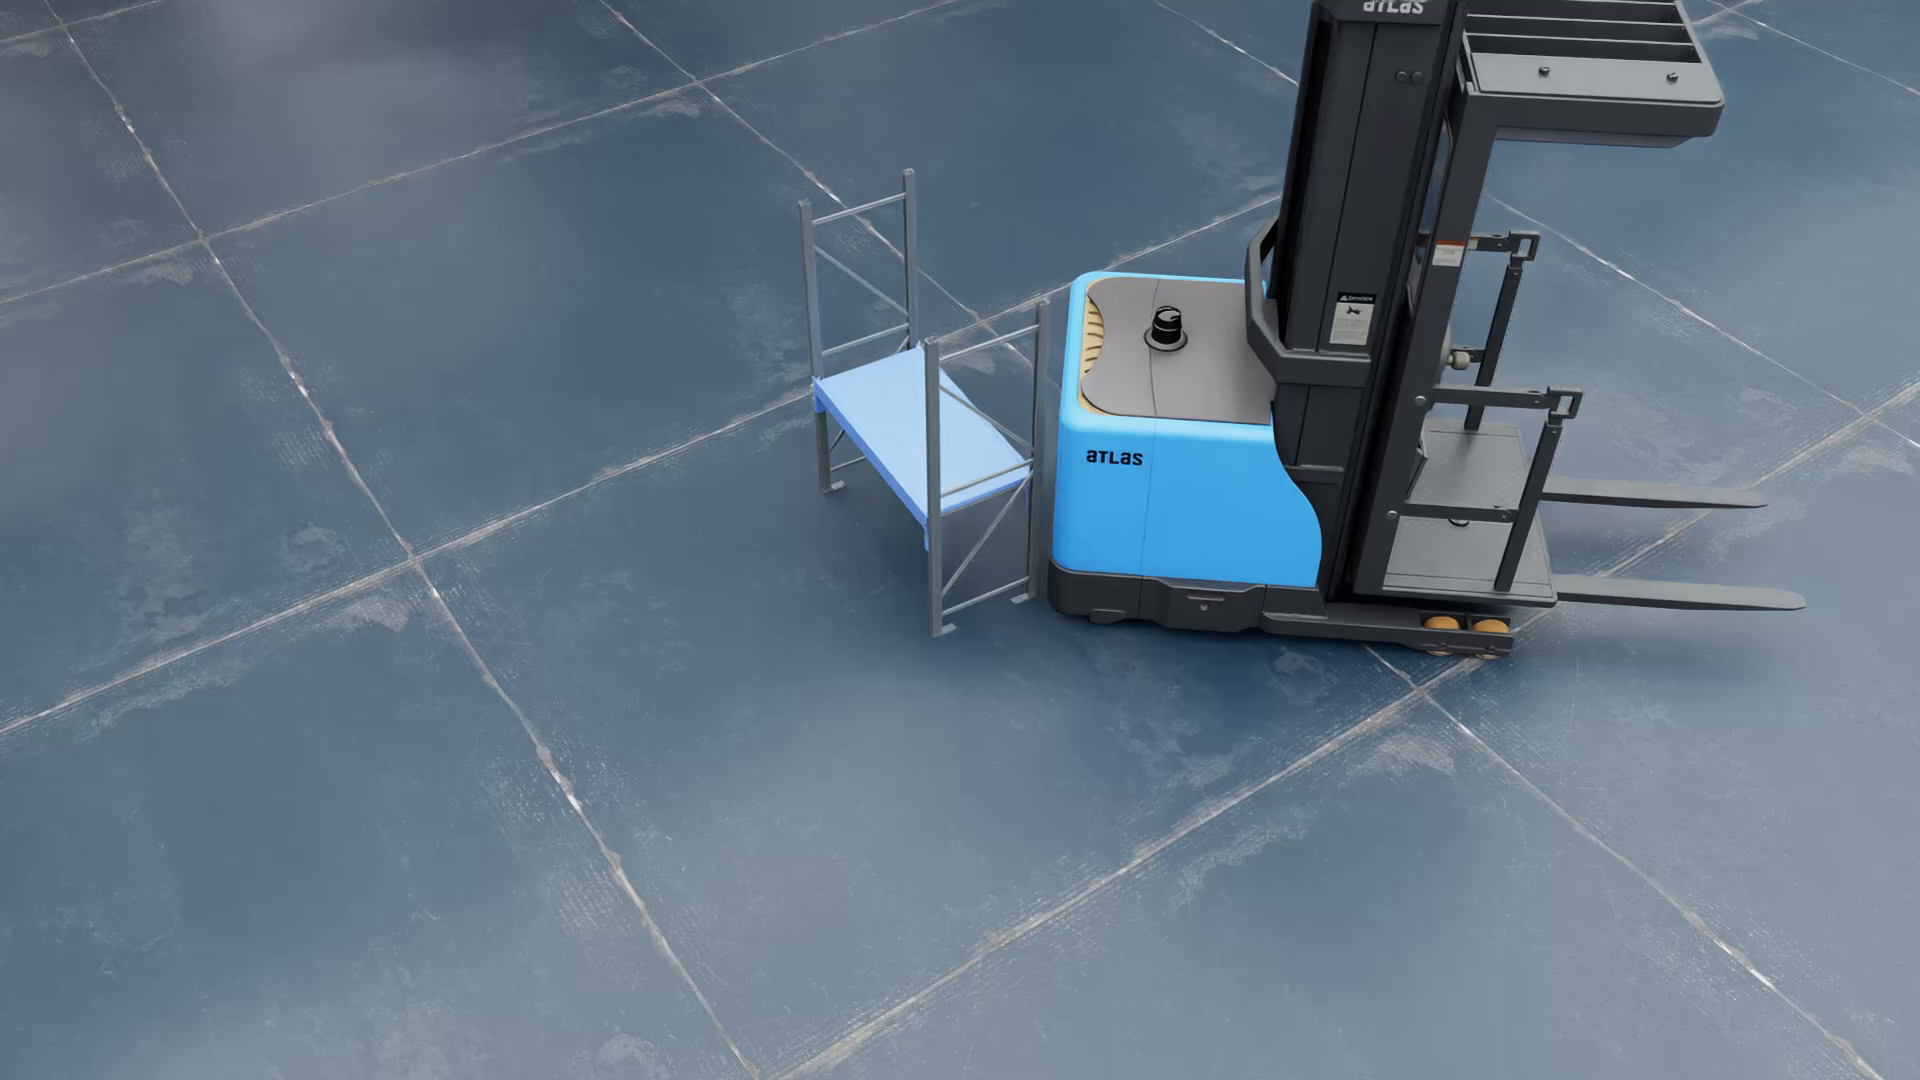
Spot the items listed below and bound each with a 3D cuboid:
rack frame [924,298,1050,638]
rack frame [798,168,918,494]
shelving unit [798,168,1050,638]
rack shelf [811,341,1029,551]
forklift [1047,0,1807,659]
[{"bbox_3d":[0.099,-0.233,6.399,0.500,1.500,0.032,-21,48,-21],"label":"rack frame"},{"bbox_3d":[-0.404,-0.843,7.038,0.500,1.500,0.032,-21,48,-21],"label":"rack frame"},{"bbox_3d":[-0.152,-0.538,6.719,0.538,1.500,1.048,-21,48,-21],"label":"shelving unit"},{"bbox_3d":[-0.152,-0.408,6.843,0.538,0.185,1.000,-21,48,-21],"label":"rack shelf"},{"bbox_3d":[1.909,-0.966,6.131,3.031,2.935,1.130,4,44,4],"label":"forklift"}]
